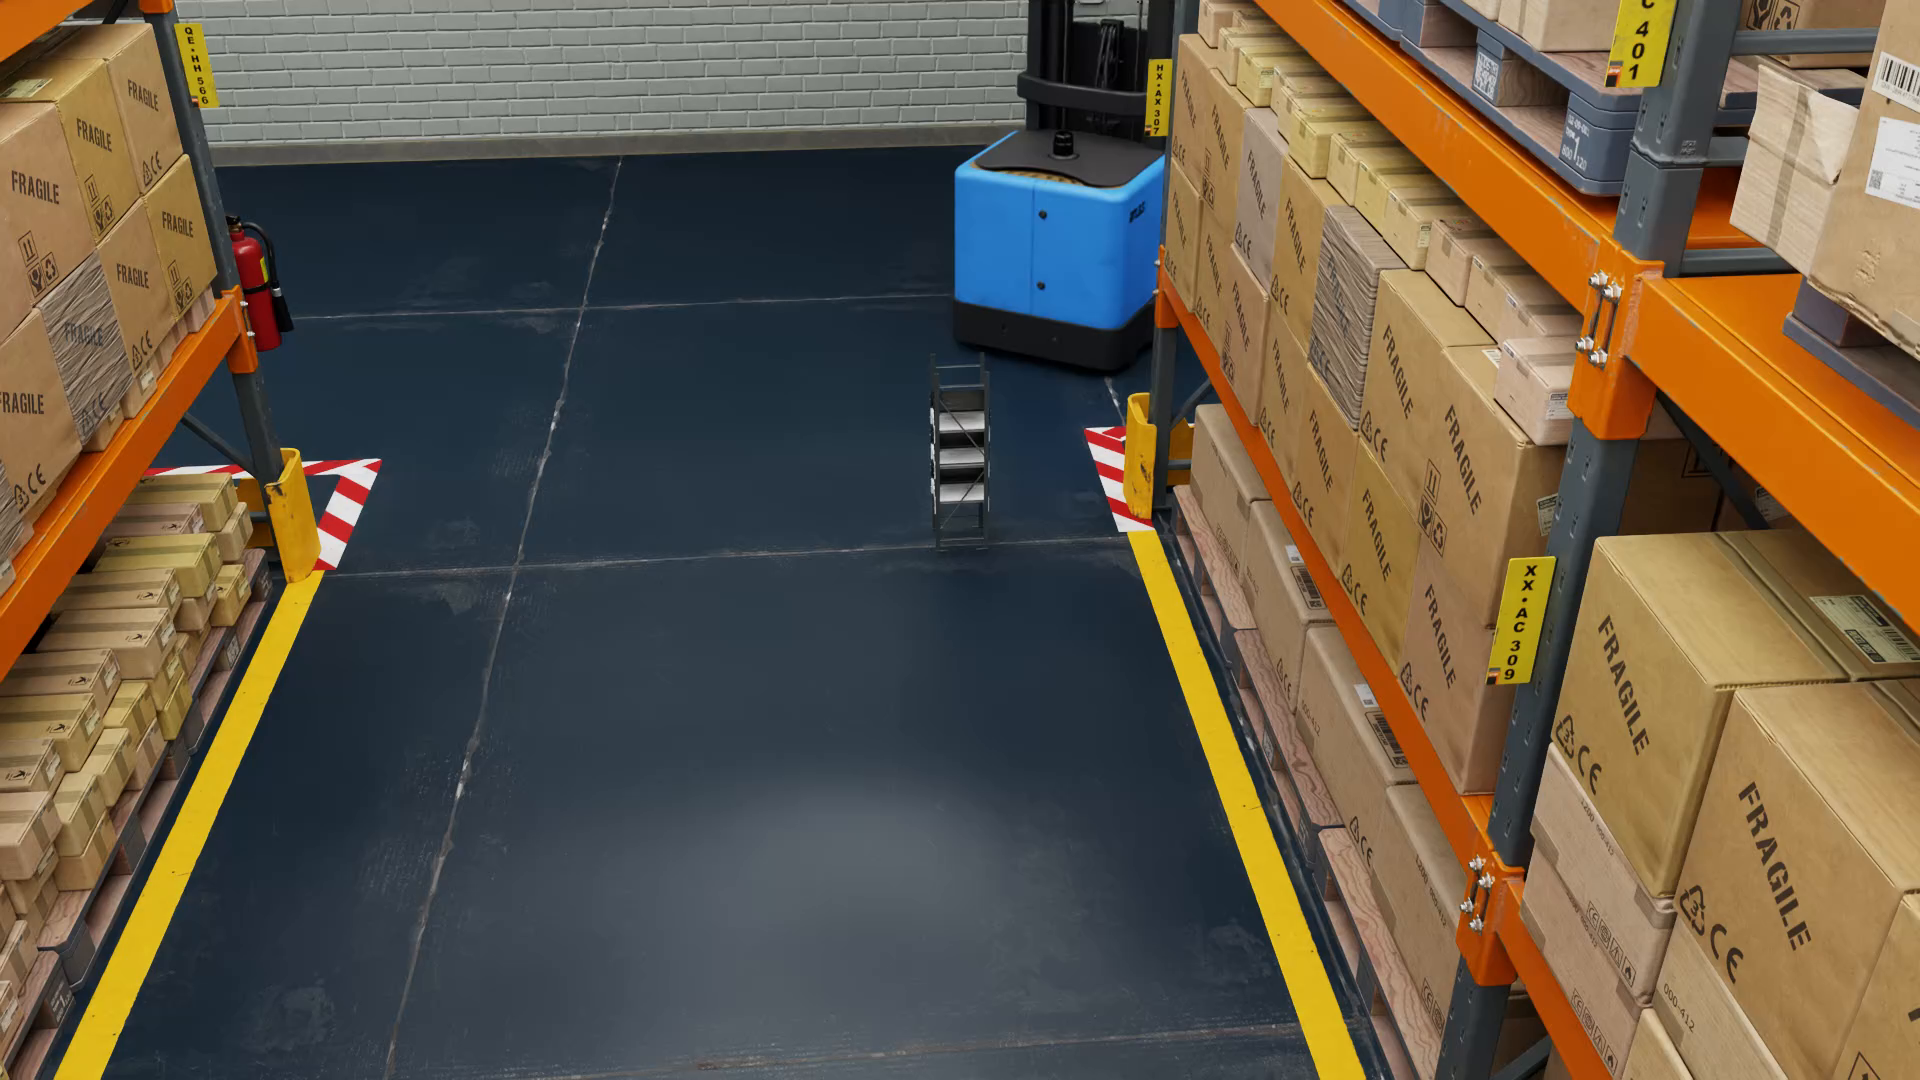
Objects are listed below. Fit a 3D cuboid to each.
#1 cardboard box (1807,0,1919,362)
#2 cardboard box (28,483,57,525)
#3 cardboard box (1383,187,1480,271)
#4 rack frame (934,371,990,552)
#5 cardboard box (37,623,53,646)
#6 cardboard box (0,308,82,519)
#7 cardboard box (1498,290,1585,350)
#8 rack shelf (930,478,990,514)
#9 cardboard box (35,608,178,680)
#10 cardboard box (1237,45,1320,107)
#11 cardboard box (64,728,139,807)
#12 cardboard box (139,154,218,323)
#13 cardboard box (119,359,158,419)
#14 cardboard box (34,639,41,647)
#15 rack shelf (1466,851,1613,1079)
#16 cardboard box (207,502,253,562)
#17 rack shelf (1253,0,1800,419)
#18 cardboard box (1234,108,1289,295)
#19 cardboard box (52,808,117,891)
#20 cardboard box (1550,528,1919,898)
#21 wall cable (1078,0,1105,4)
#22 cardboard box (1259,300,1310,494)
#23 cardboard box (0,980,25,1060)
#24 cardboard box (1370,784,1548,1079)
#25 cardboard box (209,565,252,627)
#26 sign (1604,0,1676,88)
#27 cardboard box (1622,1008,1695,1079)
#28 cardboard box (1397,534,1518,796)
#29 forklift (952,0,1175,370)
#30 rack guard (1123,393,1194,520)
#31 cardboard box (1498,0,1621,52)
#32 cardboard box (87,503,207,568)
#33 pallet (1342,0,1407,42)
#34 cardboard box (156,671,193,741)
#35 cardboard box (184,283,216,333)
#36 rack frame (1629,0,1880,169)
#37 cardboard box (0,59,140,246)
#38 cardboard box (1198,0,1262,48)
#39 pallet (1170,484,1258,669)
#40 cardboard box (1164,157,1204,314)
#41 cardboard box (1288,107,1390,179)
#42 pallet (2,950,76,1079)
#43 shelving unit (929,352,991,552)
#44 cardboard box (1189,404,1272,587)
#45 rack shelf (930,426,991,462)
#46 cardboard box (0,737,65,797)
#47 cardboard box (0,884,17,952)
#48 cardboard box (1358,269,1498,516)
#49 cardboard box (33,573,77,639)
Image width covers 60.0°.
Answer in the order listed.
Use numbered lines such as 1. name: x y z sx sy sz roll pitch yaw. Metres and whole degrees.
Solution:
1. cardboard box: 1.560 -0.491 2.214 0.500 0.500 0.500 -3 31 -5
2. cardboard box: -3.141 -0.140 5.304 0.380 0.149 0.250 -2 31 -4
3. cardboard box: 1.390 -0.858 4.557 0.380 0.149 0.250 -3 31 -5
4. rack frame: 0.009 -0.339 7.439 0.240 0.900 0.006 -3 31 -5
5. cardboard box: -3.220 0.382 6.266 0.380 0.149 0.250 -3 31 -5
6. cardboard box: -3.092 -0.374 5.064 0.500 0.500 0.500 -1 31 -2
7. cardboard box: 1.504 -0.476 3.917 0.380 0.149 0.250 -2 31 -3
8. rack shelf: -0.001 -0.207 7.636 0.258 0.077 0.200 -3 31 -5
9. cardboard box: -3.066 0.376 5.986 0.380 0.149 0.250 -2 31 -3
10. cardboard box: 1.198 -1.640 5.865 0.380 0.149 0.250 -4 31 -6
11. cardboard box: -3.022 0.775 5.609 0.380 0.149 0.250 -2 31 -4
12. cardboard box: -3.228 -1.151 6.364 0.500 0.500 0.500 -2 31 -4
13. cardboard box: -3.143 -0.551 5.993 0.380 0.149 0.250 -2 31 -3
14. cardboard box: -3.660 0.385 6.550 0.380 0.149 0.250 -2 31 -4
15. rack shelf: 1.953 1.886 2.369 1.077 0.370 4.000 -3 31 -5
16. cardboard box: -3.193 -0.025 6.948 0.380 0.149 0.250 -4 31 -6
17. rack shelf: 1.580 -1.444 5.018 1.077 0.370 4.000 -3 31 -5
18. cardboard box: 1.265 -1.174 5.717 0.500 0.500 0.500 -3 31 -5
19. cardboard box: -3.028 1.027 5.476 0.380 0.149 0.250 -4 31 -6
20. cardboard box: 1.521 0.322 3.212 0.500 0.500 0.500 -2 31 -4
21. wall cable: 0.843 -4.813 11.862 0.585 1.953 0.123 -3 31 -5
22. cardboard box: 1.320 -0.498 5.560 0.500 0.500 0.500 -2 31 -3
23. cardboard box: -2.966 1.427 4.806 0.380 0.149 0.250 -3 31 -5
24. cardboard box: 1.815 1.150 4.988 0.875 0.438 0.875 -3 31 -5
25. cardboard box: -3.145 0.232 6.808 0.380 0.149 0.250 -2 31 -3
26. sign: 1.214 -0.960 2.926 0.100 0.325 0.005 -3 31 -5
27. cardboard box: 1.595 1.122 3.093 0.500 0.250 0.500 -3 31 -6
28. cardboard box: 1.469 0.289 4.244 0.500 0.500 0.500 -2 31 -4
29. forklift: 1.064 -2.929 9.796 1.130 2.935 3.031 14 34 23
30. rack guard: 1.390 -0.425 7.974 1.175 0.500 0.348 -3 31 -5
31. cardboard box: 1.388 -1.208 3.546 0.396 0.266 0.258 -2 31 -3
32. cardboard box: -3.258 -0.020 6.648 0.380 0.149 0.250 -2 31 -4
33. pallet: 1.590 -1.733 4.888 1.003 0.211 1.213 -3 31 -5
34. cardboard box: -3.083 0.623 6.152 0.380 0.149 0.250 -4 31 -7
35. cardboard box: -3.214 -0.936 6.638 0.380 0.149 0.250 -3 31 -5
36. rack frame: 1.766 -2.019 2.355 1.000 3.000 0.127 -3 31 -5
37. cardboard box: -3.189 -1.317 5.667 0.500 0.500 0.500 -4 31 -6
38. cardboard box: 1.150 -2.042 6.539 0.380 0.149 0.250 -2 31 -4
39. pallet: 1.545 0.116 7.351 1.003 0.211 1.213 -3 31 -5
40. cardboard box: 1.152 -1.270 6.854 0.500 0.500 0.500 -3 31 -5
41. cardboard box: 1.253 -1.248 5.210 0.380 0.149 0.250 -3 31 -6
42. pallet: -3.250 1.701 4.696 1.003 0.211 1.213 -3 31 -5
43. shelving unit: -0.001 -0.390 7.526 0.258 0.900 0.210 -3 31 -5
44. cardboard box: 1.554 -0.234 7.306 0.875 0.438 0.875 -4 31 -6
45. rack shelf: -0.001 -0.439 7.497 0.258 0.077 0.200 -3 31 -5
46. cardboard box: -3.115 0.776 5.316 0.380 0.149 0.250 -4 31 -7
47. cardboard box: -3.062 1.175 4.938 0.380 0.149 0.250 -4 31 -7
48. cardboard box: 1.408 -0.403 4.427 0.500 0.500 0.500 -3 31 -5
49. cardboard box: -3.653 0.262 6.467 0.380 0.149 0.250 -2 31 -4
